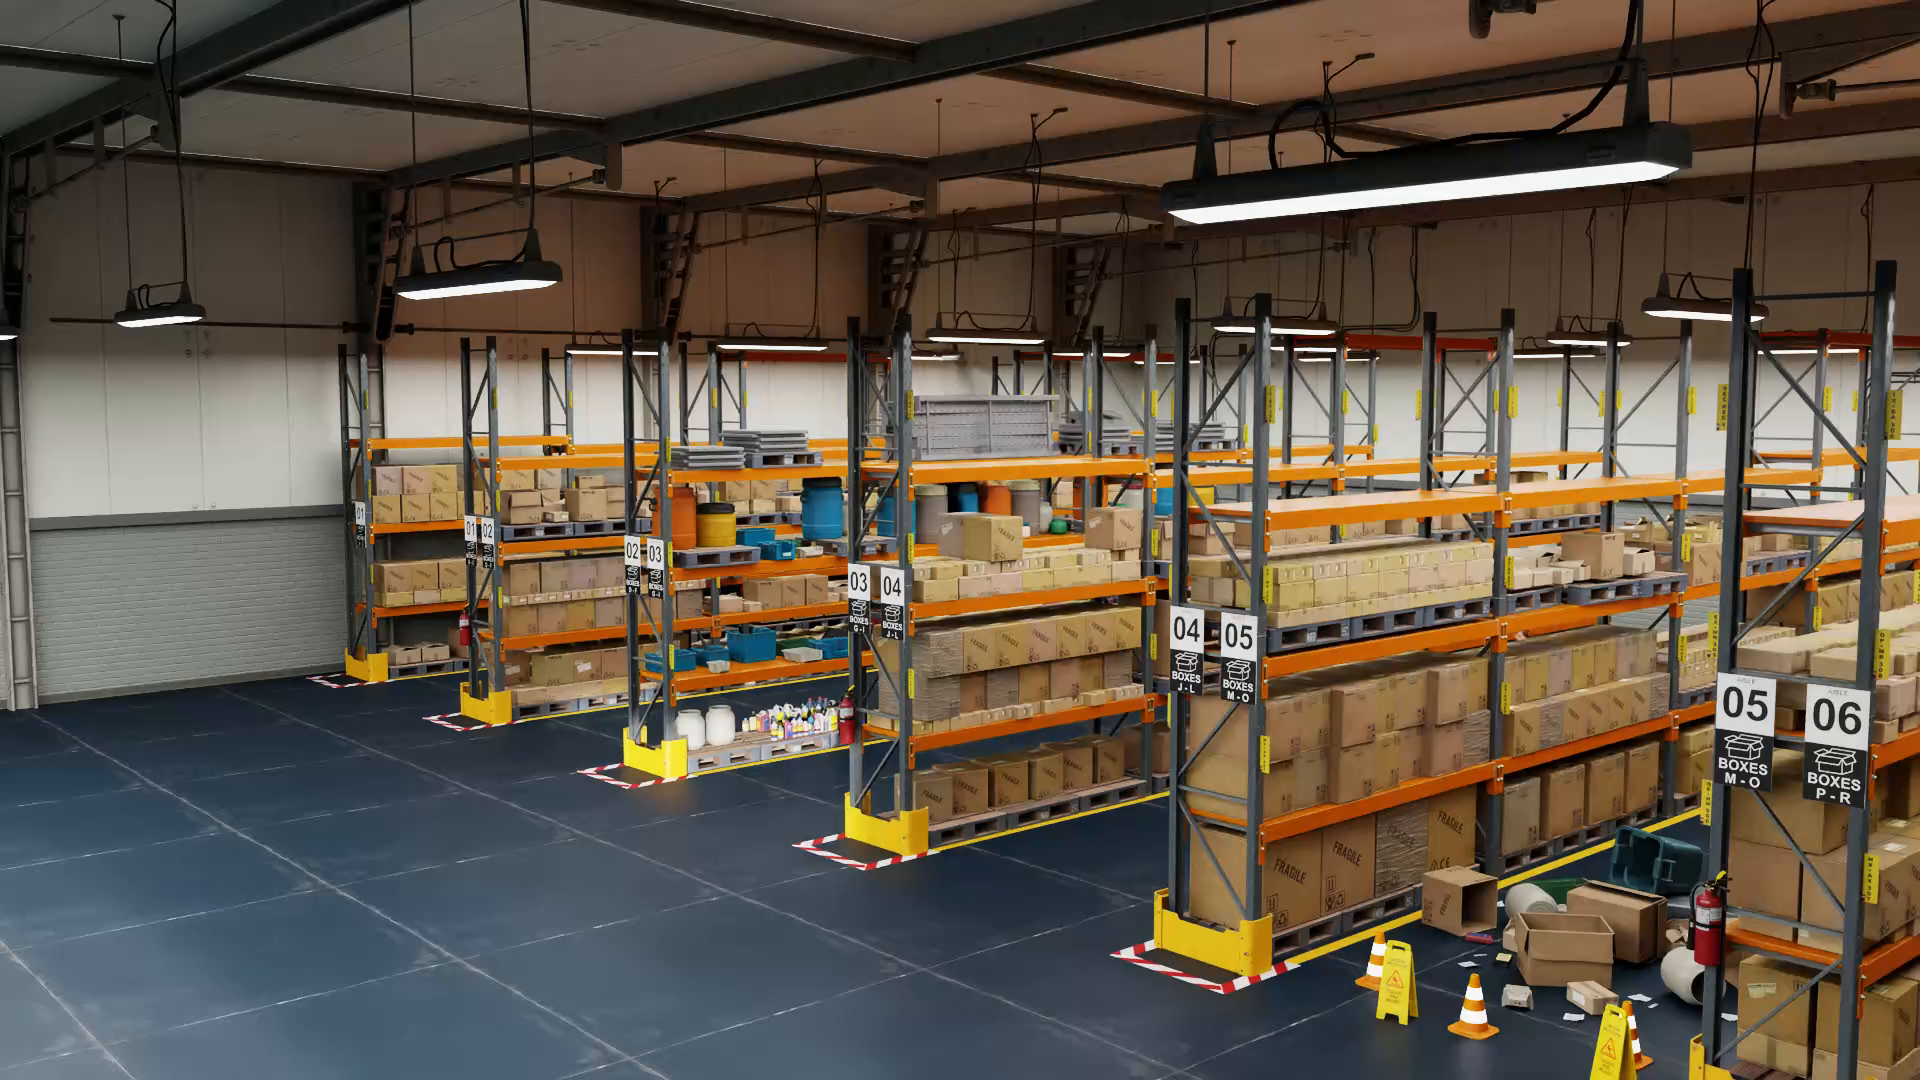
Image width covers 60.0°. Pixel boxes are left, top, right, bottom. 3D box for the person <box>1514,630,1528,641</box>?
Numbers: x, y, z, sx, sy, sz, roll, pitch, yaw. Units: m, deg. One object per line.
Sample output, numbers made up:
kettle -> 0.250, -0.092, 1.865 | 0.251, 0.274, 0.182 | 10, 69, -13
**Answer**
person -> 8.284, 2.136, 24.583 | 0.805, 1.672, 0.582 | -5, 7, -42
